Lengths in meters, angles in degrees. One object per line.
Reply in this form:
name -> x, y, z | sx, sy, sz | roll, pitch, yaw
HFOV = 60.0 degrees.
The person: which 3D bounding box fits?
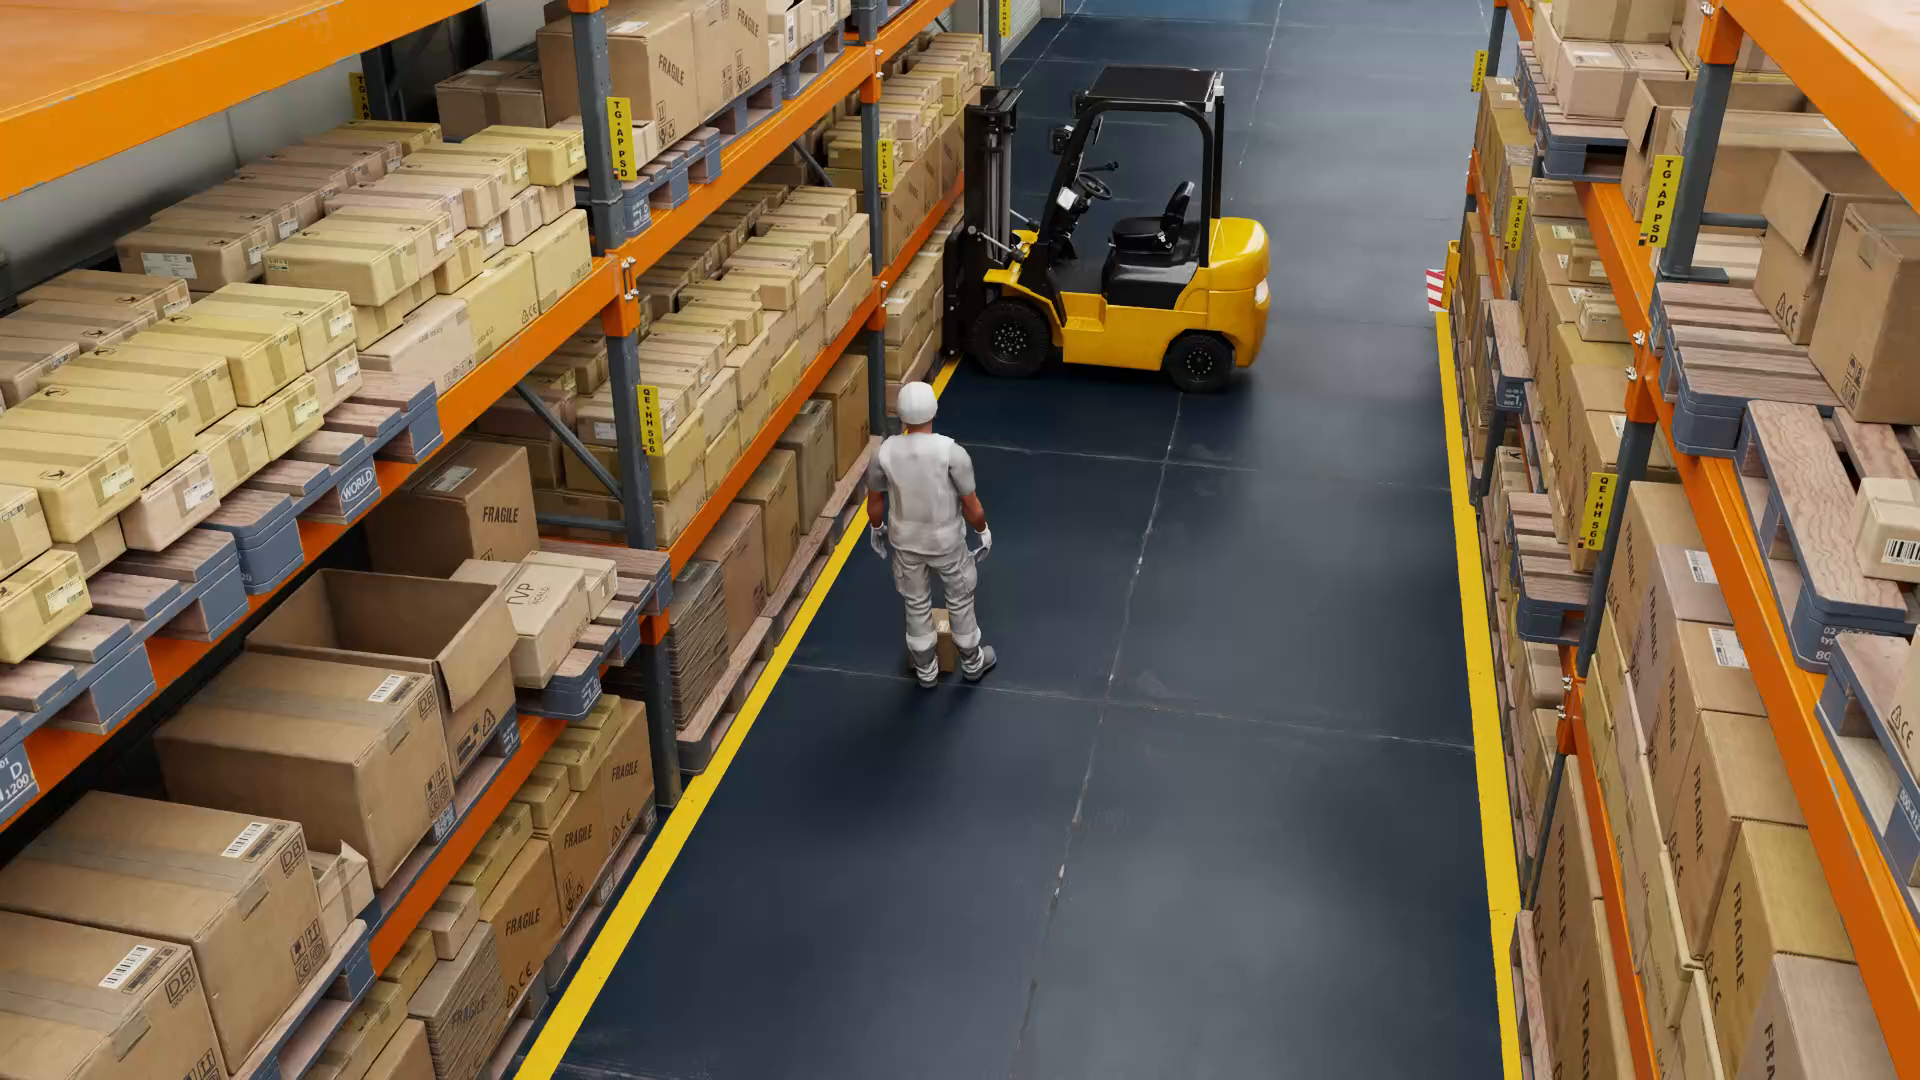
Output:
person -> -0.142, -0.041, 8.655 | 0.638, 1.790, 0.561 | 6, 29, 11
